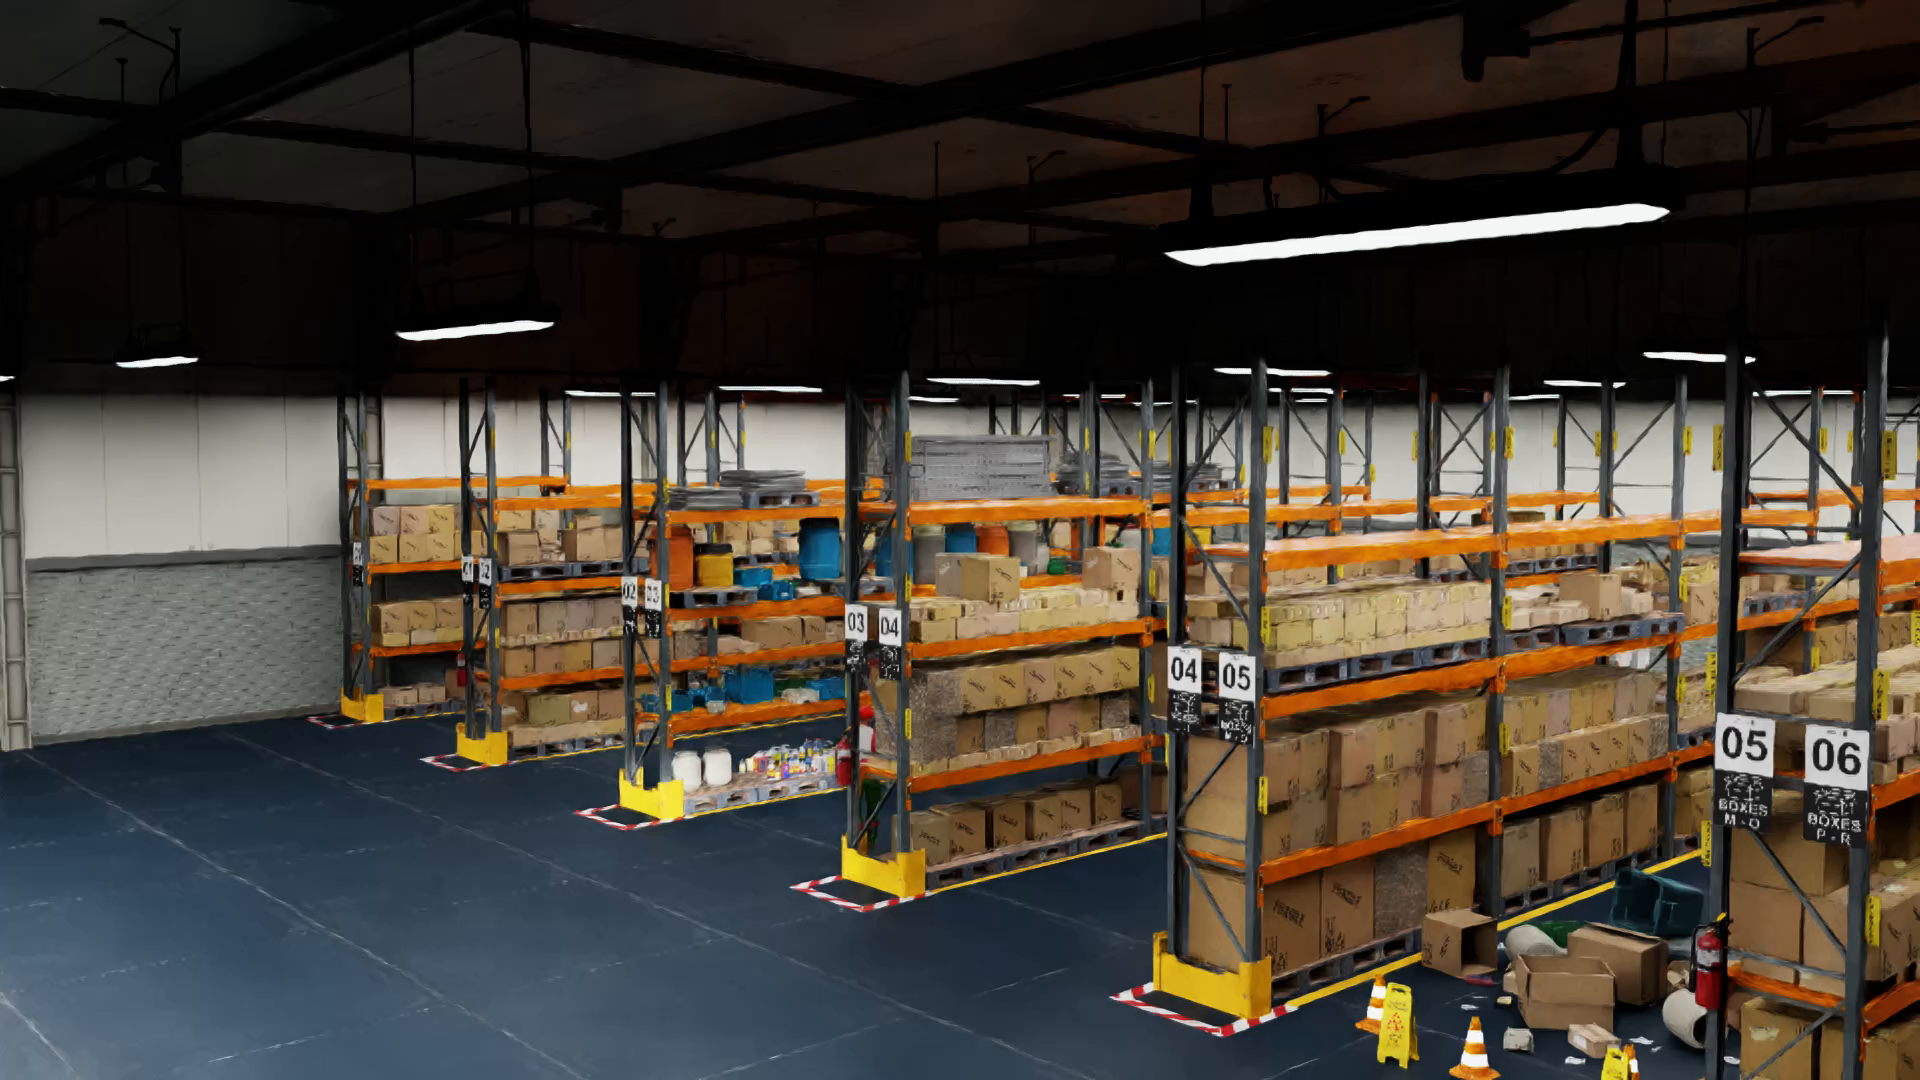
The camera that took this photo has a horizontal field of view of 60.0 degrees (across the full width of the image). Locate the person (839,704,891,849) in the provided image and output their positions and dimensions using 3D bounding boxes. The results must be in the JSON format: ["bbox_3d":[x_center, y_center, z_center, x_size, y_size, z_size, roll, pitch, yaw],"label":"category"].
[{"bbox_3d":[-1.176,2.909,20.540,0.653,1.786,0.559,-1,4,-12],"label":"person"}]

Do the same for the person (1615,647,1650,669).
[{"bbox_3d":[12.370,2.275,30.619,0.618,1.769,0.581,1,4,13],"label":"person"}]
